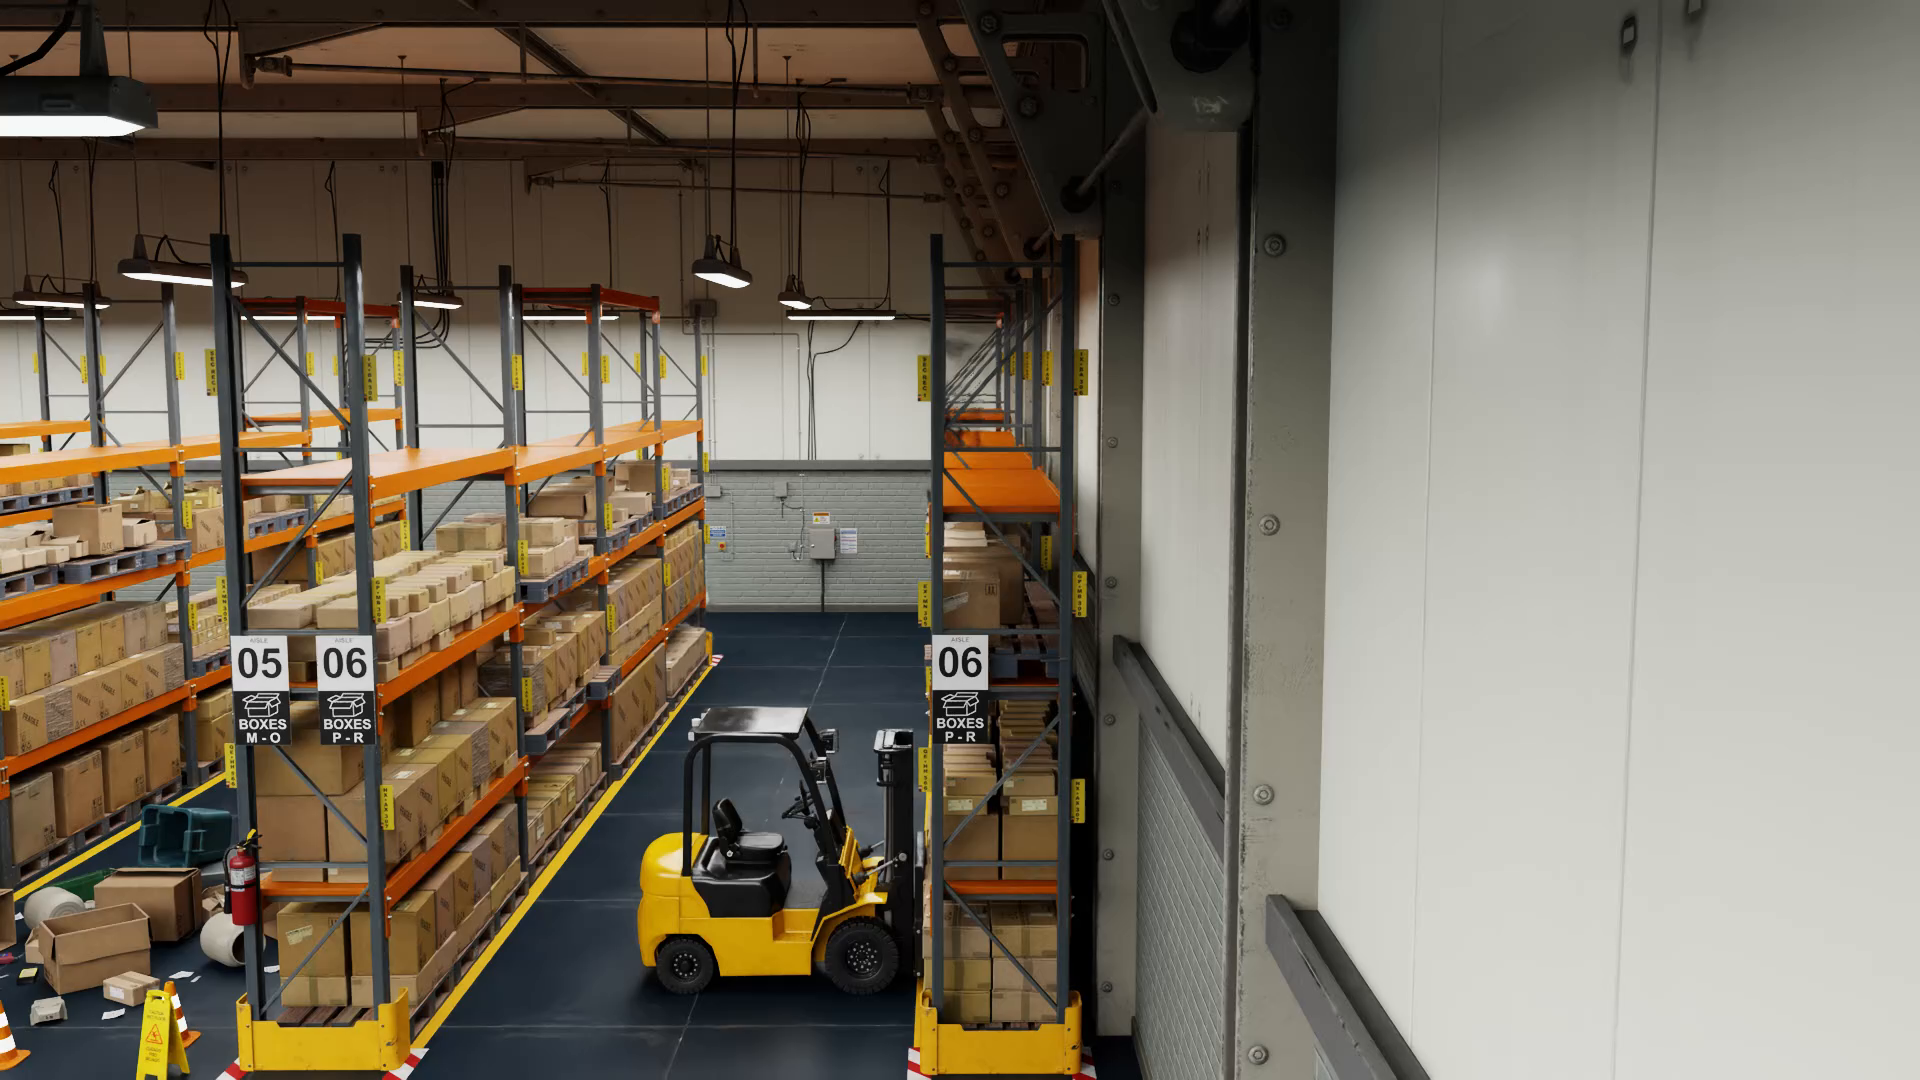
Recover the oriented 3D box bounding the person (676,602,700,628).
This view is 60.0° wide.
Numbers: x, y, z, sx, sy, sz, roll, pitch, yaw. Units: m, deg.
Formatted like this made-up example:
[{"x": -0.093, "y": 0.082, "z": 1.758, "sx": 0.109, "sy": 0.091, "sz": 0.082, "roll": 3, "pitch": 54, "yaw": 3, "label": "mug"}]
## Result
[{"x": -4.748, "y": 1.095, "z": 29.095, "sx": 0.655, "sy": 1.750, "sz": 0.667, "roll": 2, "pitch": 7, "yaw": 19, "label": "person"}]
